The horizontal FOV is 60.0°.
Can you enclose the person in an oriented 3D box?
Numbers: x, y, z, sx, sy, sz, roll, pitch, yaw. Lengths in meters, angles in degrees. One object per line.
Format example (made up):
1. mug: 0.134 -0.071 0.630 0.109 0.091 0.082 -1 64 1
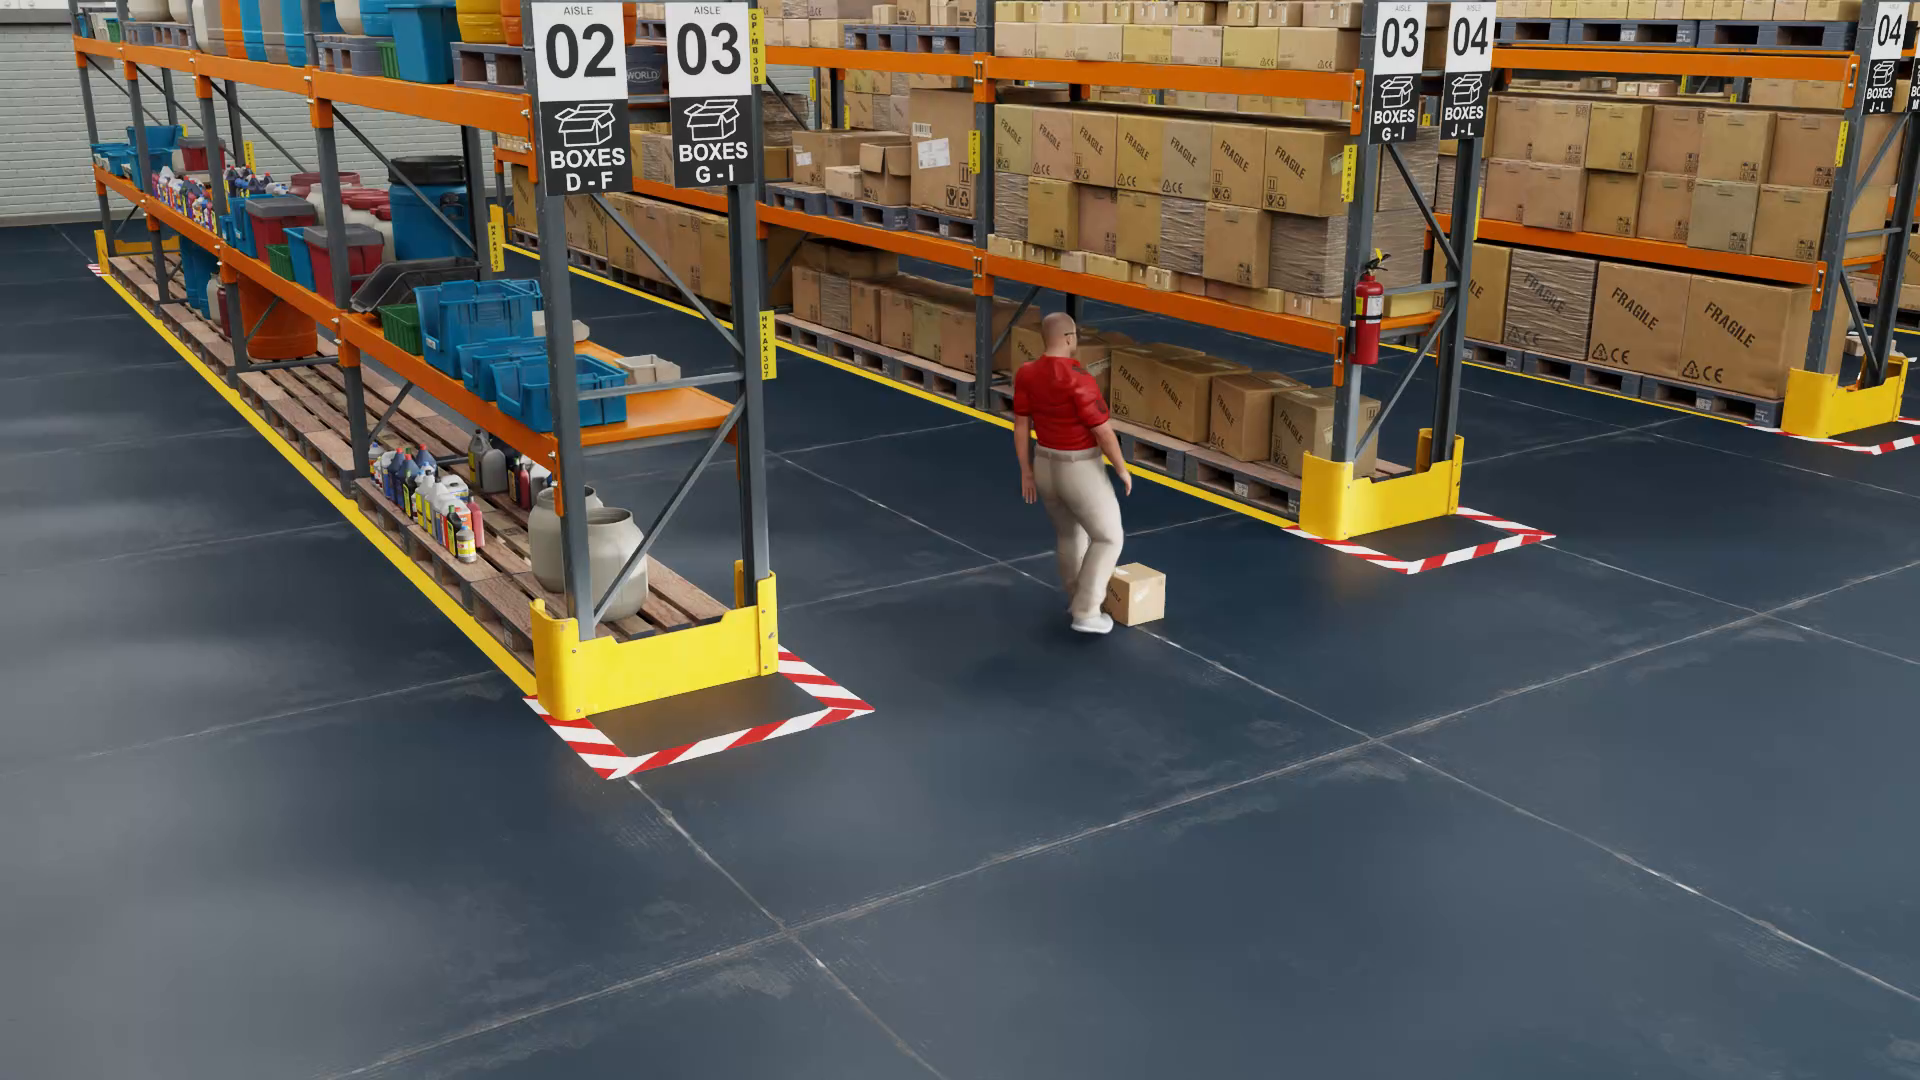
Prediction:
1. person: 0.654 -0.314 8.675 0.617 1.799 0.585 -16 24 -40
